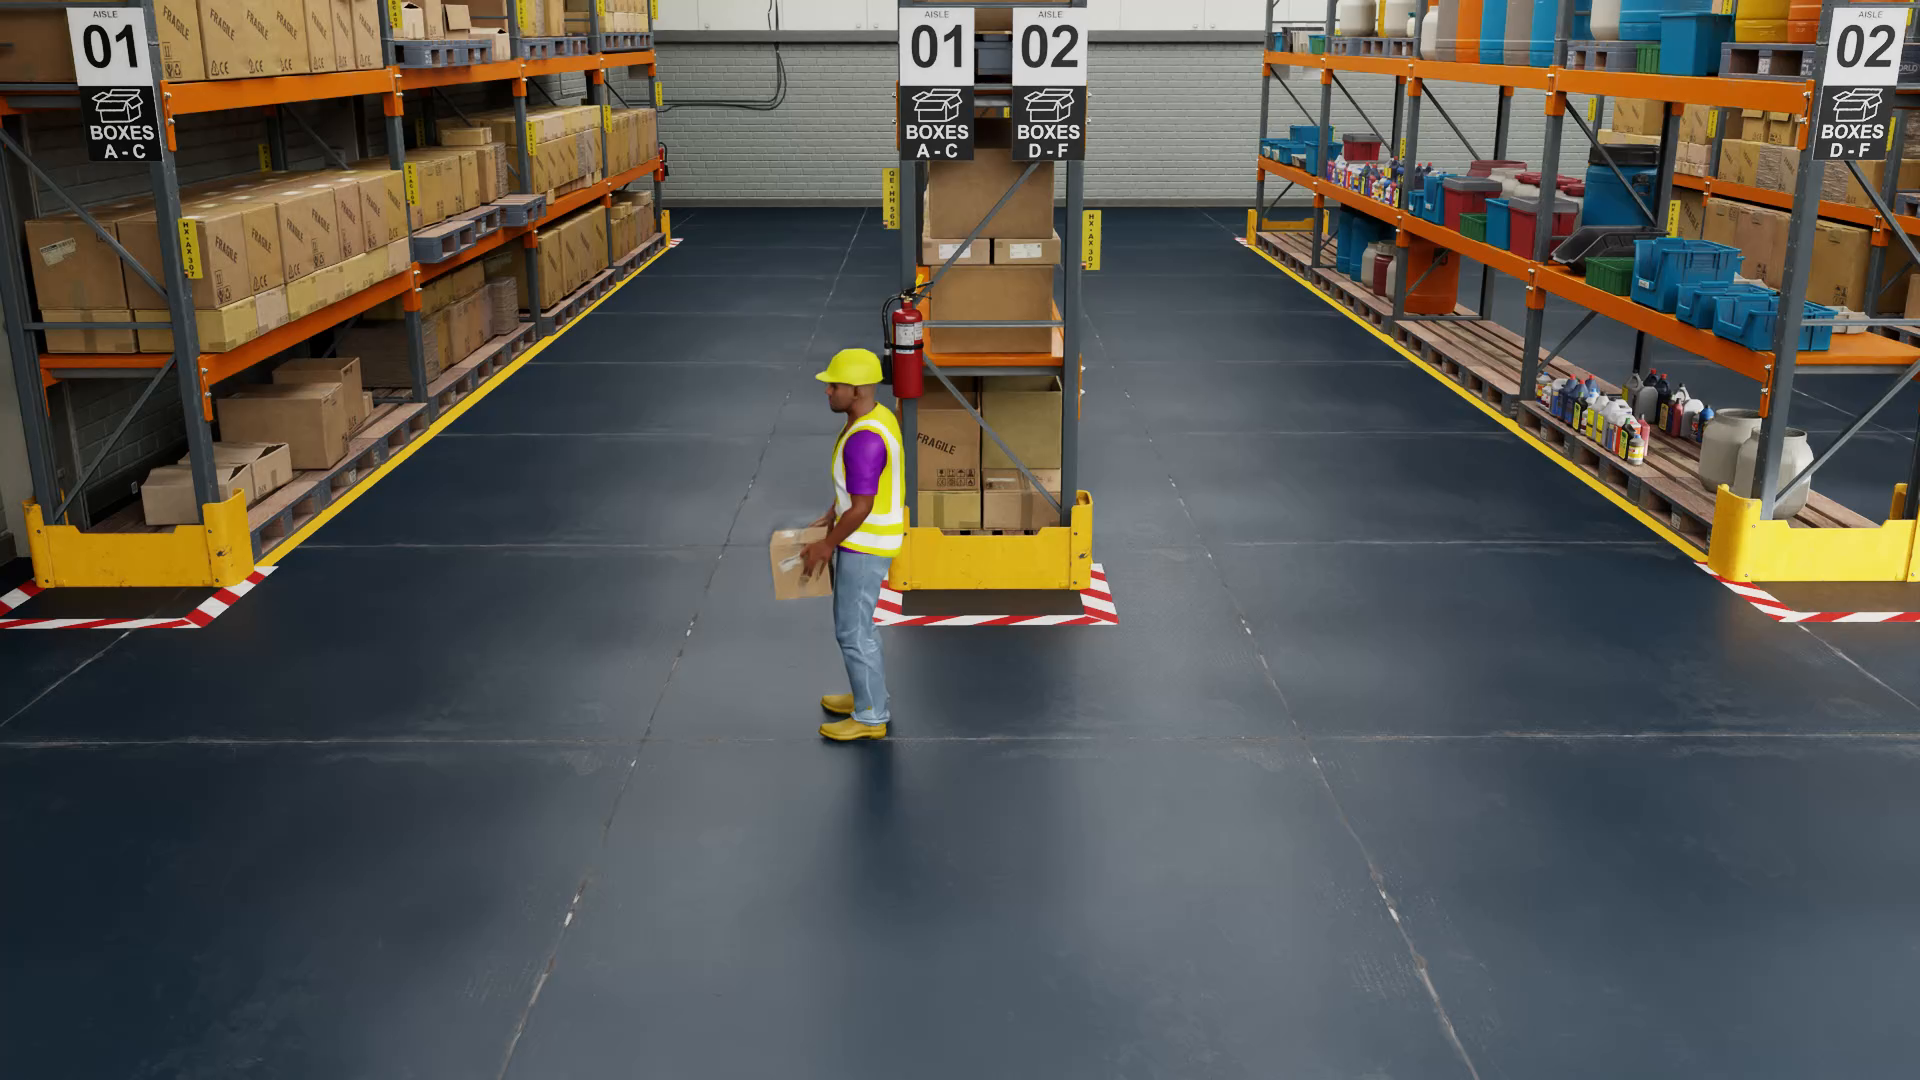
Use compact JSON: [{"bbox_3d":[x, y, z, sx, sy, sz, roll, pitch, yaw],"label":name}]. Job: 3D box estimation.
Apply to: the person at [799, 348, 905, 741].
[{"bbox_3d":[-0.477,0.017,7.448,0.470,1.766,0.572,-1,17,-2],"label":"person"}]
